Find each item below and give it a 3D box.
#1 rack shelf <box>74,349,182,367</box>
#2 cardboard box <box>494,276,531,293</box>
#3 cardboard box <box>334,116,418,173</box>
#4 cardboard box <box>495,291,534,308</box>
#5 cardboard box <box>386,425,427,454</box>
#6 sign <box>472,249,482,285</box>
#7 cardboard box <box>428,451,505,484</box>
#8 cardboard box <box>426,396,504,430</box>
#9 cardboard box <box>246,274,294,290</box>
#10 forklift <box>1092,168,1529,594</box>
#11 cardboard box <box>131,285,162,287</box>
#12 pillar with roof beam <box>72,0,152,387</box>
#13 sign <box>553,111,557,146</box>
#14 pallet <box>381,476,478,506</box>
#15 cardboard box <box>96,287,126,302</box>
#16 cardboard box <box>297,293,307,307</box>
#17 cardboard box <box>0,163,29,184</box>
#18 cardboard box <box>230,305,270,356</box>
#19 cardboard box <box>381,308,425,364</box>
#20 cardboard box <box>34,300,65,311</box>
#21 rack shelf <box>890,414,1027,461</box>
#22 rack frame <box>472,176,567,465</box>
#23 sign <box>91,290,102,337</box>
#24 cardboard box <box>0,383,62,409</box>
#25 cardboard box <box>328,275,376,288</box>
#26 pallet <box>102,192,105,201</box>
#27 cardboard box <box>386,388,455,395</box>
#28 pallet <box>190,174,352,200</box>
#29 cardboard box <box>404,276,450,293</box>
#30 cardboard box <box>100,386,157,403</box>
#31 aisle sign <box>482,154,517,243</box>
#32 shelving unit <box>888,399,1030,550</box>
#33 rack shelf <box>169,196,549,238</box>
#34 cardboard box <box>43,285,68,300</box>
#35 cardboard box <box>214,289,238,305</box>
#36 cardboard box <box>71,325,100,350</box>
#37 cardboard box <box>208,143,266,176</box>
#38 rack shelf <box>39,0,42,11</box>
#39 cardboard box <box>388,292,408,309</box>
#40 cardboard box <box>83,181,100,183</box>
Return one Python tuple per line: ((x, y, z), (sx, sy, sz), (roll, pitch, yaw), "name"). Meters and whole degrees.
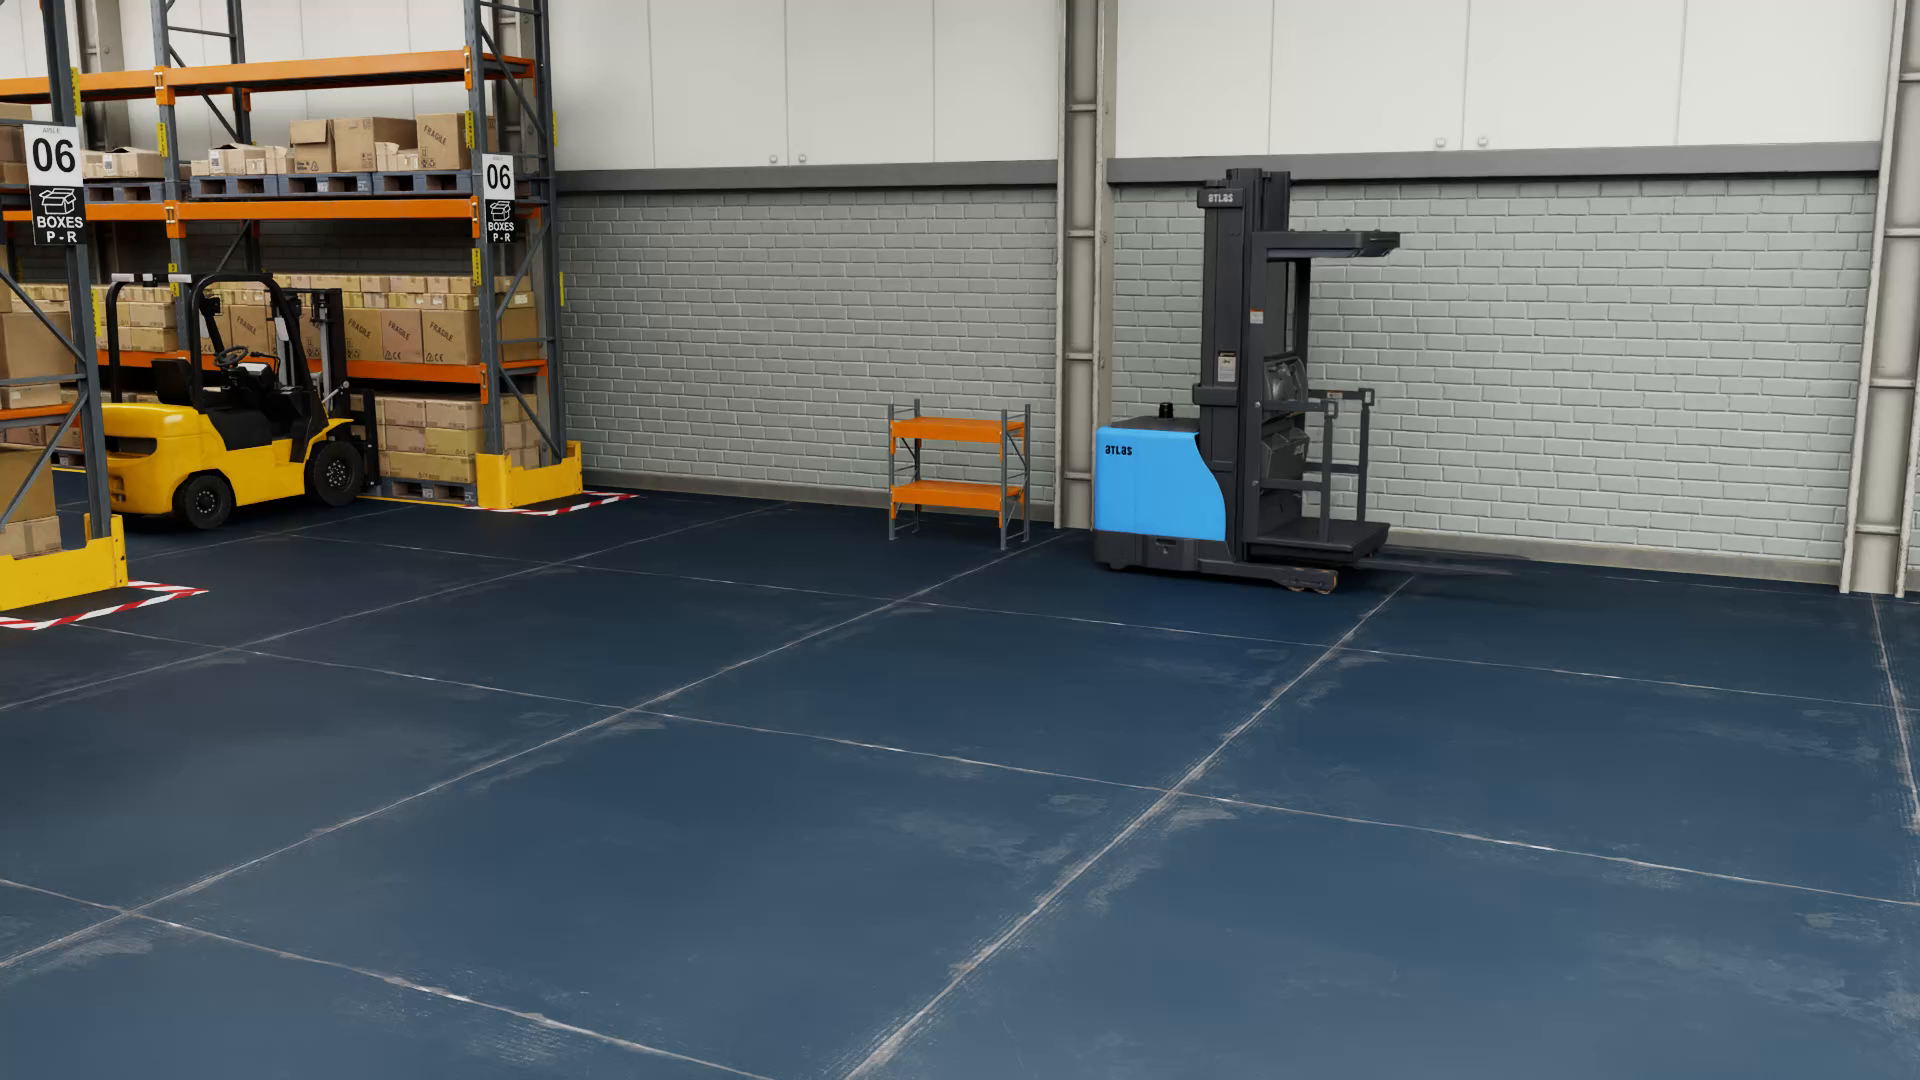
((-9.485, -1.982, 18.279), (4.000, 0.370, 1.077), (5, 11, 26), "rack shelf")
((-4.311, -2.439, 15.844), (0.250, 0.149, 0.380), (5, 11, 25), "cardboard box")
((-5.484, -3.737, 15.792), (0.500, 0.500, 0.700), (5, 11, 26), "cardboard box")
((-4.294, -2.300, 15.912), (0.250, 0.149, 0.380), (5, 11, 24), "cardboard box")
((-5.124, -0.992, 15.929), (0.500, 0.250, 0.500), (5, 11, 25), "cardboard box")
((-4.357, -2.464, 15.005), (0.005, 0.325, 0.100), (5, 11, 26), "sign")
((-4.666, -0.703, 15.736), (0.500, 0.250, 0.500), (5, 11, 26), "cardboard box")
((-4.655, -1.195, 15.646), (0.500, 0.250, 0.500), (5, 12, 28), "cardboard box")
((-6.844, -2.559, 16.510), (0.250, 0.149, 0.380), (5, 12, 27), "cardboard box")
((2.539, -1.171, 11.969), (3.031, 2.935, 1.130), (5, 12, 28), "forklift")
((-8.803, -2.699, 18.116), (0.250, 0.149, 0.380), (5, 11, 26), "cardboard box")
((-11.616, -4.799, 14.980), (0.400, 9.000, 9.100), (5, 11, 26), "pillar with roof beam")
((-3.854, -3.896, 15.737), (0.005, 0.325, 0.100), (5, 11, 26), "sign")
((-4.809, -0.545, 16.147), (1.213, 0.211, 1.003), (5, 11, 26), "pallet")
((-8.826, -2.583, 17.477), (0.250, 0.149, 0.380), (5, 11, 24), "cardboard box")
((-6.387, -2.374, 16.324), (0.250, 0.149, 0.380), (5, 11, 24), "cardboard box")
((-6.451, -2.501, 11.407), (0.250, 0.149, 0.380), (5, 11, 26), "cardboard box")
((-6.935, -2.113, 16.699), (0.500, 0.500, 0.500), (5, 12, 27), "cardboard box")
((-5.123, -1.952, 15.810), (0.500, 0.500, 0.500), (5, 12, 28), "cardboard box")
((-9.610, -2.472, 17.983), (0.500, 0.250, 0.500), (5, 11, 27), "cardboard box")
((-0.006, -0.842, 13.581), (1.000, 0.278, 0.538), (5, 11, 26), "rack shelf")
((-4.104, -1.863, 15.602), (0.127, 3.000, 1.000), (5, 11, 26), "rack frame")
((-6.057, -1.583, 11.622), (0.005, 0.325, 0.100), (5, 11, 26), "sign")
((-6.510, -1.006, 11.573), (0.250, 0.149, 0.380), (5, 11, 26), "cardboard box")
((-5.897, -2.492, 16.142), (0.250, 0.149, 0.380), (5, 11, 27), "cardboard box")
((-9.626, -3.750, 18.134), (1.213, 0.211, 1.003), (6, 12, 28), "pallet")
((-5.345, -1.357, 16.539), (0.500, 0.250, 0.500), (5, 11, 25), "cardboard box")
((-6.915, -3.548, 16.736), (1.213, 0.211, 1.003), (5, 11, 26), "pallet")
((-5.001, -2.403, 15.649), (0.250, 0.149, 0.380), (5, 12, 27), "cardboard box")
((-8.857, -1.318, 18.080), (0.625, 0.625, 0.875), (5, 11, 25), "cardboard box")
((-4.176, -3.090, 15.083), (0.004, 0.787, 0.394), (5, 11, 26), "aisle sign")
((-0.006, -0.554, 13.633), (1.048, 1.125, 0.538), (5, 11, 26), "shelving unit")
((-5.898, -3.143, 16.270), (4.000, 0.370, 1.077), (5, 11, 26), "rack shelf")
((-9.685, -2.685, 18.039), (0.250, 0.149, 0.380), (5, 11, 26), "cardboard box")
((-7.289, -2.459, 16.795), (0.250, 0.149, 0.380), (5, 12, 27), "cardboard box")
((-9.144, -2.185, 17.803), (0.500, 0.250, 0.500), (5, 11, 26), "cardboard box")
((-7.053, -3.762, 16.461), (0.500, 0.311, 0.500), (5, 12, 27), "cardboard box")
((-8.091, -3.824, 11.621), (4.000, 0.370, 1.077), (5, 11, 26), "rack shelf")
((-5.205, -2.281, 15.809), (0.250, 0.149, 0.380), (5, 11, 25), "cardboard box")
((-9.709, -4.015, 18.268), (0.250, 0.166, 0.380), (5, 11, 26), "cardboard box")
